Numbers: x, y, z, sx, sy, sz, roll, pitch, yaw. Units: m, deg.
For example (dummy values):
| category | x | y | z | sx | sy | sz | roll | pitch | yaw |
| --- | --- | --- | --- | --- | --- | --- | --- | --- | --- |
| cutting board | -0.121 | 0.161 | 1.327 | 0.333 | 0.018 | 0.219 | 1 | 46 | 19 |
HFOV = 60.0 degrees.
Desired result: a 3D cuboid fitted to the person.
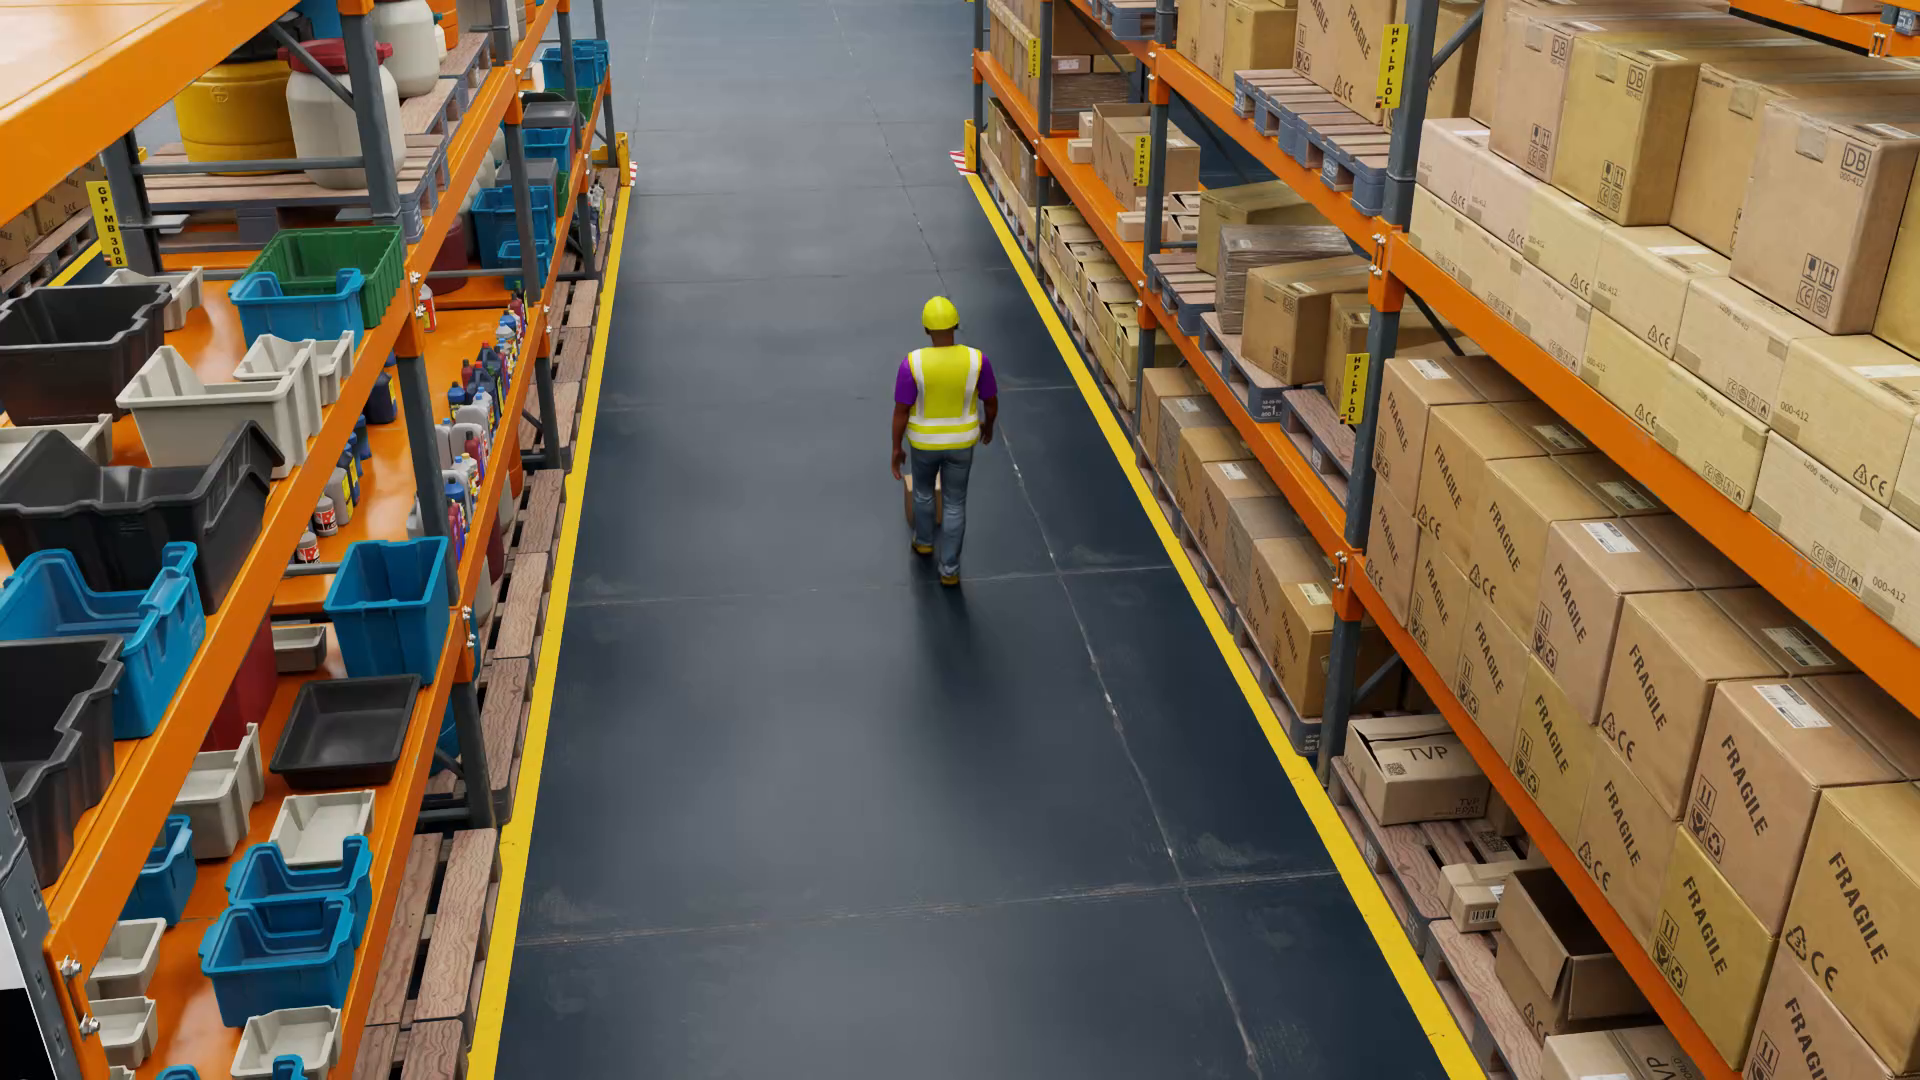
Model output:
| category | x | y | z | sx | sy | sz | roll | pitch | yaw |
| --- | --- | --- | --- | --- | --- | --- | --- | --- | --- |
| person | -0.091 | -0.620 | 9.838 | 0.623 | 1.730 | 0.695 | 0 | 27 | 0 |
